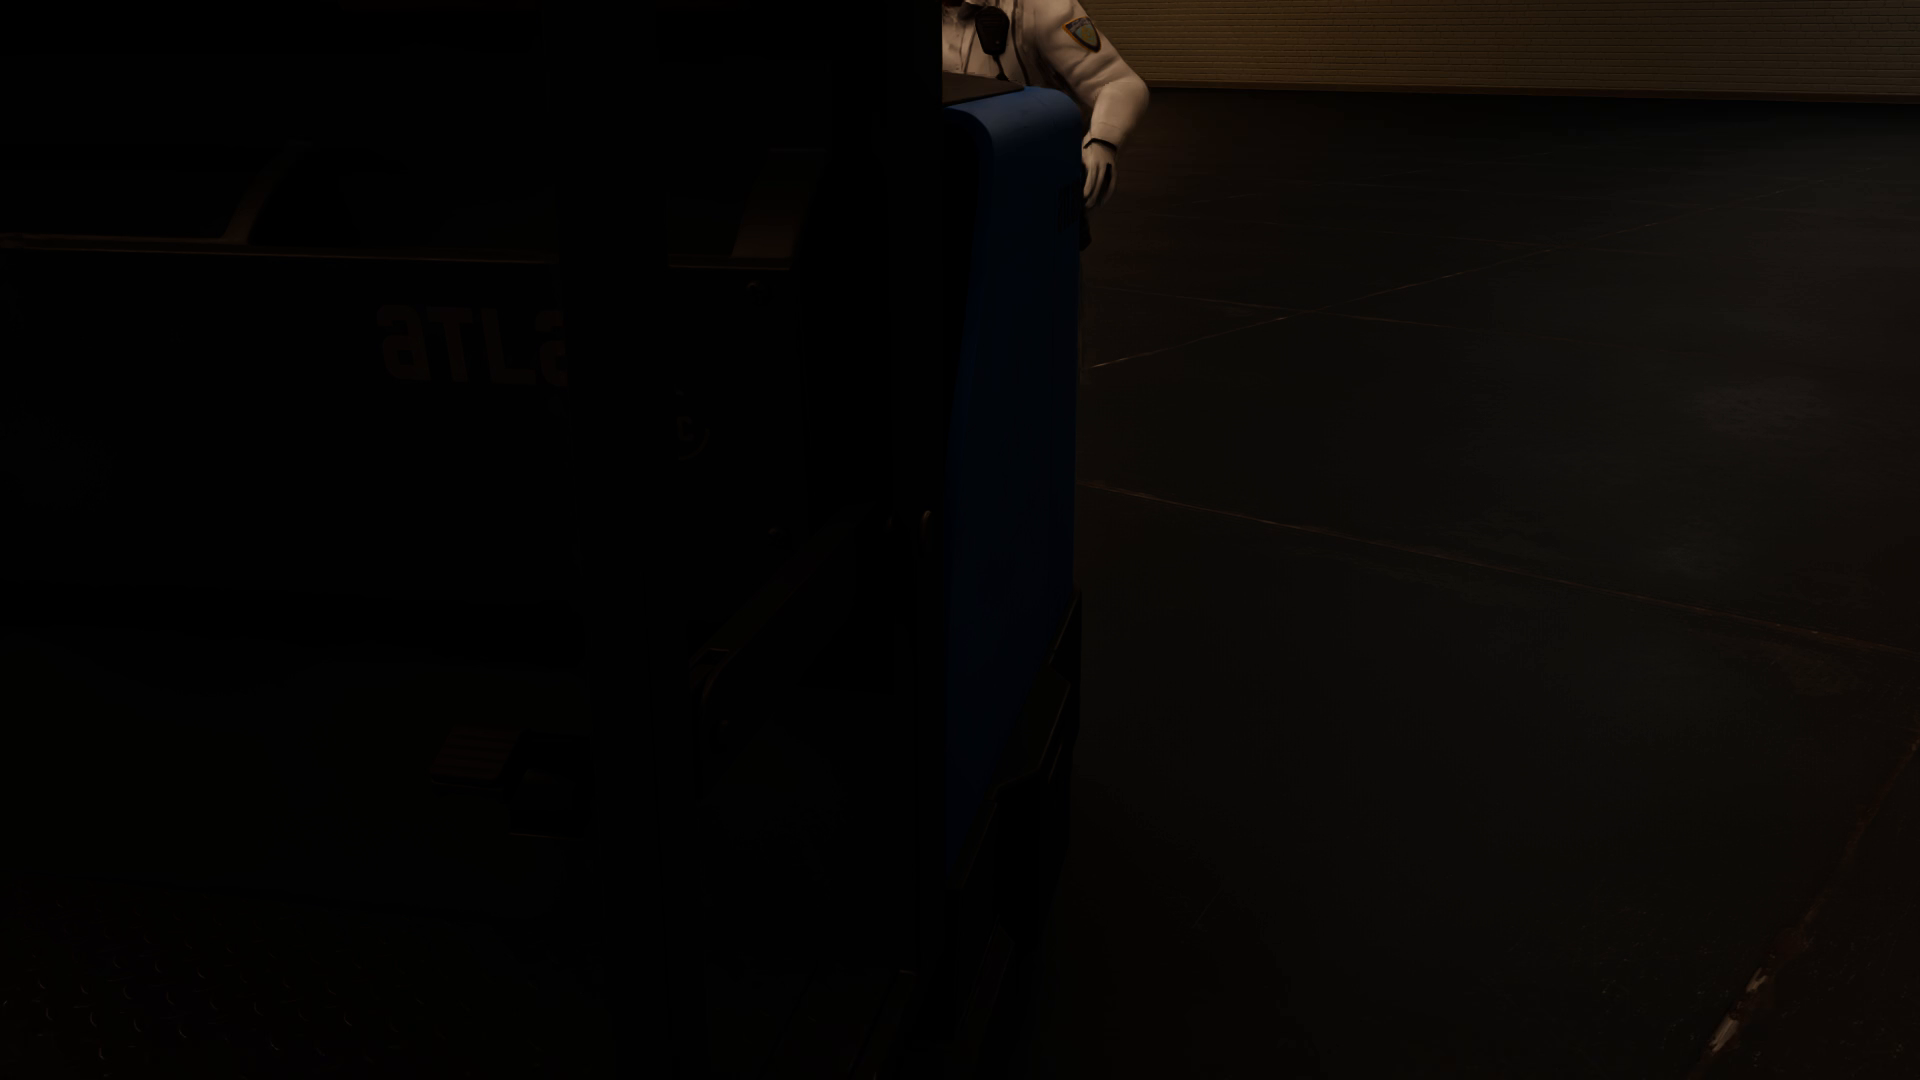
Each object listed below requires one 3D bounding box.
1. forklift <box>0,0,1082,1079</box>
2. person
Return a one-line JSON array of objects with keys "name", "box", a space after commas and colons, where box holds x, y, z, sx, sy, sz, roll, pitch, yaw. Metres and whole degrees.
[{"name": "forklift", "box": [-0.605, -0.653, 1.049, 1.130, 2.935, 3.031, 3, 17, 11]}, {"name": "person", "box": [-0.049, -0.620, 3.418, 0.857, 1.488, 0.690, 8, 19, 24]}]
